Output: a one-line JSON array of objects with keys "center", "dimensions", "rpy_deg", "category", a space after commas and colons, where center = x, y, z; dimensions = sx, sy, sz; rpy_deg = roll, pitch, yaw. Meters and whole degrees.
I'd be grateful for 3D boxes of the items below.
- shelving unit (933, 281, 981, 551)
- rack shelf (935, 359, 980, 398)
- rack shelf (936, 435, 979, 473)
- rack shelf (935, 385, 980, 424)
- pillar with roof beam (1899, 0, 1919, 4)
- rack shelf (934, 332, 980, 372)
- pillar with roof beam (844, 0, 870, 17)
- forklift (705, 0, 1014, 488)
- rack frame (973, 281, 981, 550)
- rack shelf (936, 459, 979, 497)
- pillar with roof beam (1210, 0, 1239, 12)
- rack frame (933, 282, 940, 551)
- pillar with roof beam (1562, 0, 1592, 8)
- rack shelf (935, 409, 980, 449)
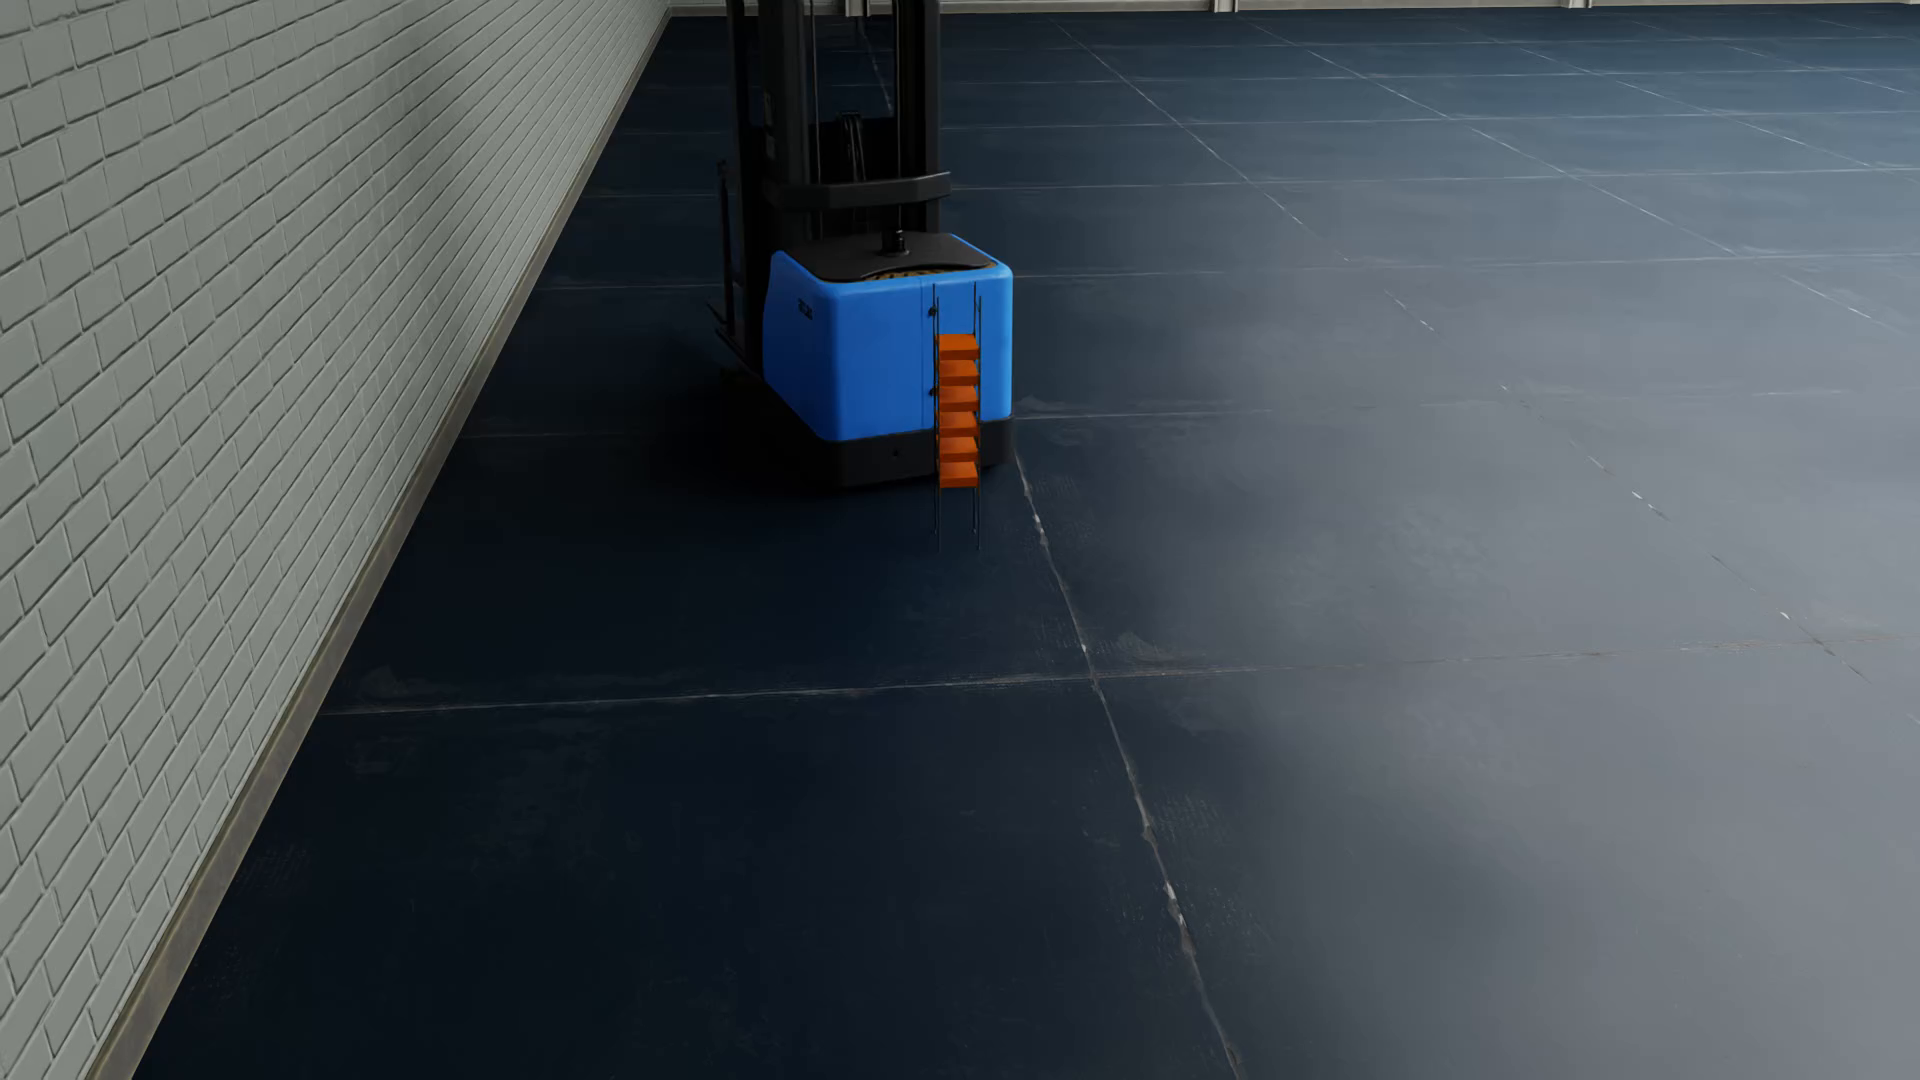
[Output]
[{"center": [-0.014, -0.548, 7.505], "dimensions": [0.189, 1.200, 0.258], "rpy_deg": [-2, 24, -5], "category": "shelving unit"}, {"center": [-0.014, -0.726, 7.426], "dimensions": [0.180, 0.103, 0.258], "rpy_deg": [-2, 24, -5], "category": "rack shelf"}, {"center": [-0.014, -0.397, 7.572], "dimensions": [0.180, 0.103, 0.258], "rpy_deg": [-2, 24, -5], "category": "rack shelf"}, {"center": [-0.014, -0.617, 7.474], "dimensions": [0.180, 0.103, 0.258], "rpy_deg": [-2, 24, -5], "category": "rack shelf"}, {"center": [16.686, -11.518, 22.584], "dimensions": [0.400, 9.000, 9.100], "rpy_deg": [-2, 24, -5], "category": "pillar with roof beam"}, {"center": [-0.014, -0.836, 7.377], "dimensions": [0.180, 0.103, 0.258], "rpy_deg": [-2, 24, -5], "category": "rack shelf"}, {"center": [-1.227, -10.799, 20.967], "dimensions": [0.400, 9.000, 9.100], "rpy_deg": [-2, 24, -5], "category": "pillar with roof beam"}, {"center": [-0.749, -2.164, 9.010], "dimensions": [1.130, 2.935, 3.031], "rpy_deg": [-9, 26, -20], "category": "forklift"}, {"center": [0.077, -0.551, 7.513], "dimensions": [0.006, 1.200, 0.240], "rpy_deg": [-2, 24, -5], "category": "rack frame"}, {"center": [-0.014, -0.288, 7.621], "dimensions": [0.180, 0.103, 0.258], "rpy_deg": [-2, 24, -5], "category": "rack shelf"}, {"center": [4.744, -11.039, 21.506], "dimensions": [0.400, 9.000, 9.100], "rpy_deg": [-2, 24, -5], "category": "pillar with roof beam"}, {"center": [-0.105, -0.544, 7.497], "dimensions": [0.006, 1.200, 0.240], "rpy_deg": [-2, 24, -5], "category": "rack frame"}, {"center": [10.715, -11.278, 22.045], "dimensions": [0.400, 9.000, 9.100], "rpy_deg": [-2, 24, -5], "category": "pillar with roof beam"}, {"center": [-0.014, -0.507, 7.523], "dimensions": [0.180, 0.103, 0.258], "rpy_deg": [-2, 24, -5], "category": "rack shelf"}]
